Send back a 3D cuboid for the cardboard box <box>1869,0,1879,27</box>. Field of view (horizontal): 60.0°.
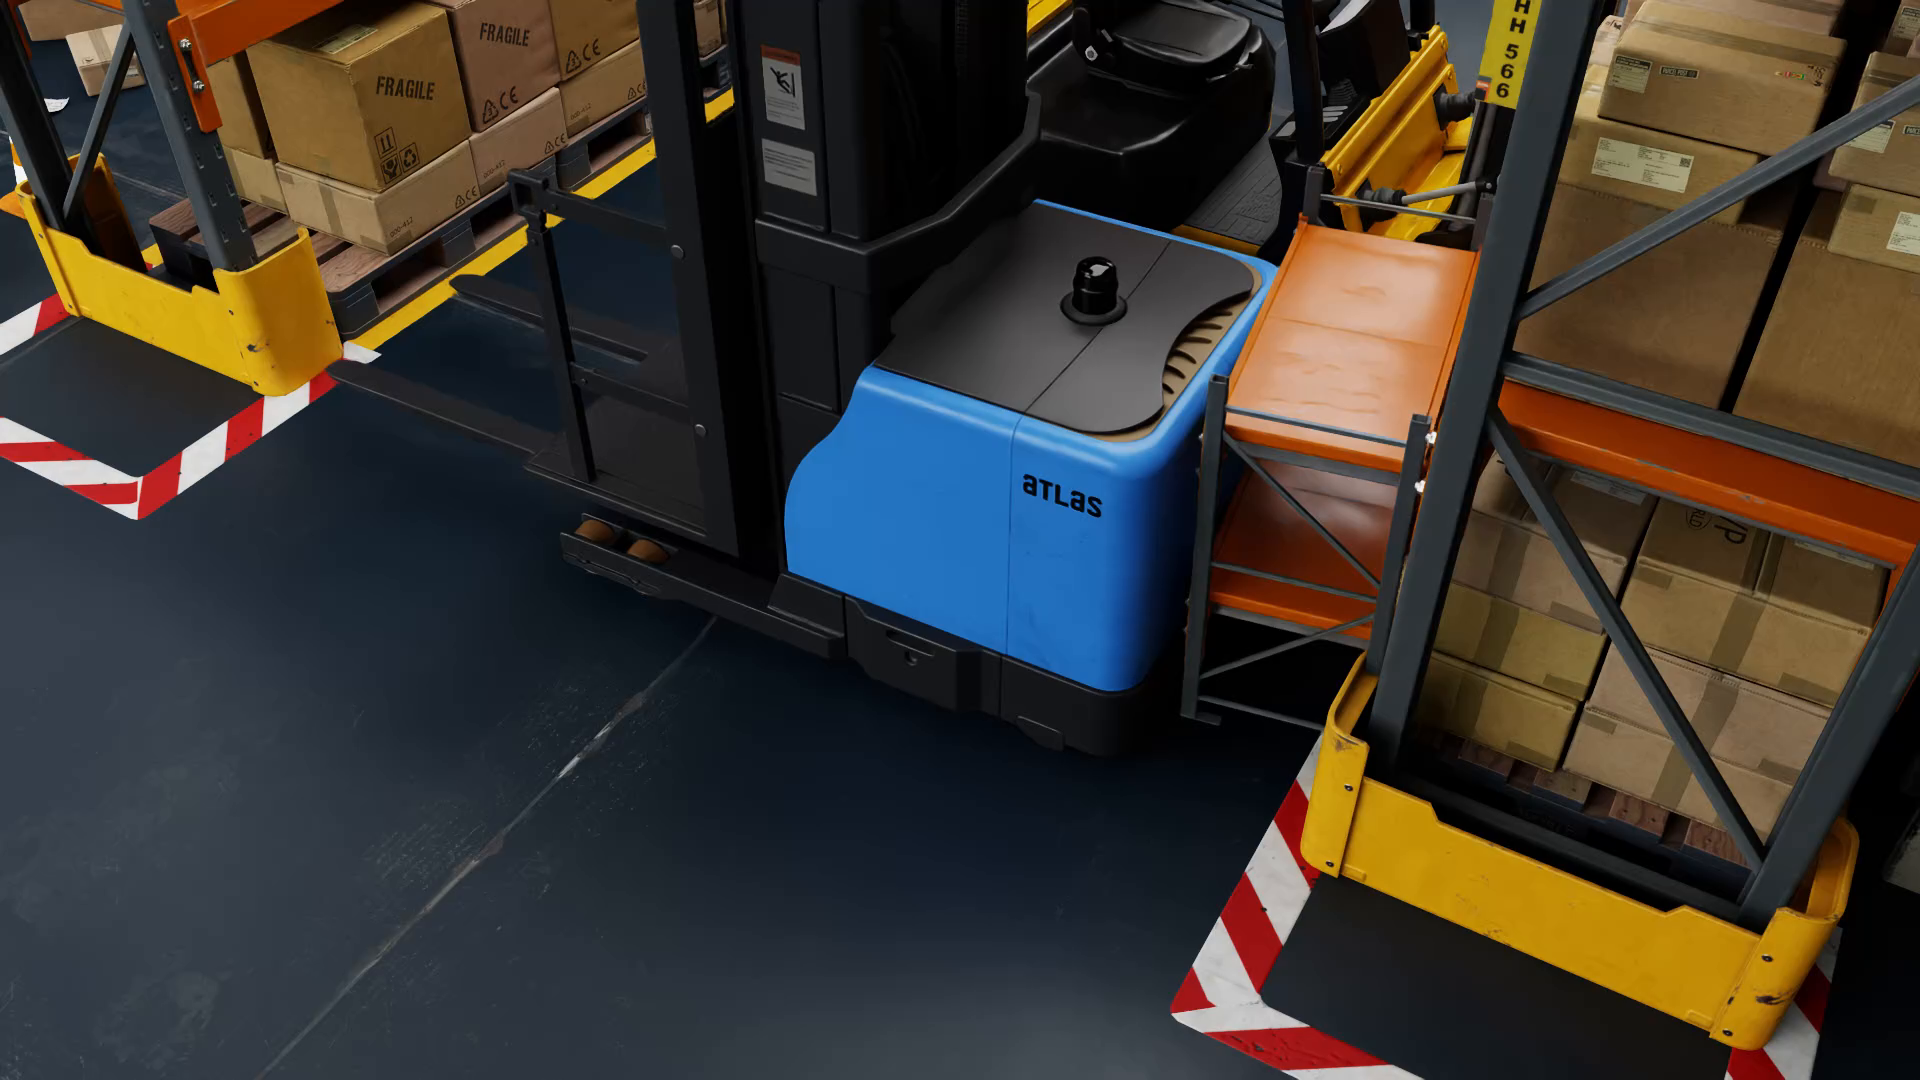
[{"bbox_3d":[2.521,-1.785,4.931,0.500,0.500,0.500,20,45,22],"label":"cardboard box"}]

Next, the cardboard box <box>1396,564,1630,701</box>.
[{"bbox_3d":[1.439,0.085,4.268,0.500,0.250,0.500,20,45,22],"label":"cardboard box"}]

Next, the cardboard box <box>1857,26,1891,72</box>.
[{"bbox_3d":[2.061,-0.914,3.452,0.380,0.149,0.250,20,45,21],"label":"cardboard box"}]

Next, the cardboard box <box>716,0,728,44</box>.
[{"bbox_3d":[-1.153,-2.538,7.625,0.500,0.250,0.500,20,45,21],"label":"cardboard box"}]

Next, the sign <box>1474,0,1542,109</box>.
[{"bbox_3d":[1.003,-0.930,2.982,0.100,0.325,0.005,21,45,22],"label":"sign"}]

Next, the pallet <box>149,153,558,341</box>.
[{"bbox_3d":[-2.358,-1.309,6.577,1.003,0.211,1.213,21,45,22],"label":"pallet"}]

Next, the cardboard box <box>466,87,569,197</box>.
[{"bbox_3d":[-1.928,-1.644,6.610,0.500,0.250,0.500,23,46,24],"label":"cardboard box"}]

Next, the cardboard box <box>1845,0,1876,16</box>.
[{"bbox_3d":[1.856,-1.315,3.682,0.380,0.149,0.250,21,46,22],"label":"cardboard box"}]

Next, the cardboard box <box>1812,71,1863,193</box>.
[{"bbox_3d":[1.929,-0.771,3.290,0.380,0.149,0.250,21,45,22],"label":"cardboard box"}]

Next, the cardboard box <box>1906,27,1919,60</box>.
[{"bbox_3d":[2.006,-0.865,3.171,0.380,0.149,0.250,22,46,23],"label":"cardboard box"}]

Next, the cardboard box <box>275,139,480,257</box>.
[{"bbox_3d":[-2.190,-1.355,6.282,0.500,0.250,0.500,21,45,22],"label":"cardboard box"}]

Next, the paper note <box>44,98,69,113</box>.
[{"bbox_3d":[-4.084,-1.944,7.434,0.148,0.019,0.142,7,42,8],"label":"paper note"}]

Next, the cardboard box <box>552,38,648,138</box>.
[{"bbox_3d":[-1.666,-1.961,6.970,0.500,0.250,0.500,24,47,25],"label":"cardboard box"}]

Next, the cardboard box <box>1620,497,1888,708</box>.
[{"bbox_3d":[1.870,0.067,3.910,0.500,0.250,0.500,20,45,21],"label":"cardboard box"}]

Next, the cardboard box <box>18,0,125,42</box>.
[{"bbox_3d":[-4.146,-2.765,8.008,0.797,0.503,0.637,-7,42,-7],"label":"cardboard box"}]

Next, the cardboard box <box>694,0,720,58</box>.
[{"bbox_3d":[-1.411,-2.249,7.297,0.500,0.250,0.500,22,46,23],"label":"cardboard box"}]

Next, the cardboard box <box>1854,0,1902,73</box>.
[{"bbox_3d":[2.444,-1.043,4.090,0.500,0.500,0.500,20,45,22],"label":"cardboard box"}]

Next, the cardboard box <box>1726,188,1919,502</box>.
[{"bbox_3d":[1.954,-0.449,3.414,0.500,0.500,0.500,22,46,23],"label":"cardboard box"}]

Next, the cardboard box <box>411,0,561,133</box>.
[{"bbox_3d":[-1.921,-1.951,6.391,0.500,0.500,0.500,19,45,21],"label":"cardboard box"}]

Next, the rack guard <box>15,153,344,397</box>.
[{"bbox_3d":[-2.795,-0.964,5.967,1.175,0.500,0.348,21,45,22],"label":"rack guard"}]

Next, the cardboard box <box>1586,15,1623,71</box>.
[{"bbox_3d":[1.499,-0.948,3.490,0.380,0.149,0.250,22,46,23],"label":"cardboard box"}]

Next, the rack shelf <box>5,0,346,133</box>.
[{"bbox_3d":[-1.833,-2.733,6.629,1.077,0.370,4.000,21,45,22],"label":"rack shelf"}]

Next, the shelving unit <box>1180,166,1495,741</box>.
[{"bbox_3d":[1.008,-0.213,4.455,0.538,1.125,1.048,13,44,17],"label":"shelving unit"}]

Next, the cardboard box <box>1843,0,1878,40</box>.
[{"bbox_3d":[2.009,-1.213,4.282,0.500,0.500,0.500,20,45,21],"label":"cardboard box"}]

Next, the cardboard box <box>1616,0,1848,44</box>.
[{"bbox_3d":[1.559,-1.038,3.368,0.380,0.149,0.250,21,46,22],"label":"cardboard box"}]

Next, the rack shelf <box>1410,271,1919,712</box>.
[{"bbox_3d":[2.467,-1.094,4.767,1.077,0.370,4.000,21,45,22],"label":"rack shelf"}]

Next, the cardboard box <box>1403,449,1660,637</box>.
[{"bbox_3d":[1.426,-0.087,4.086,0.500,0.250,0.500,22,46,23],"label":"cardboard box"}]

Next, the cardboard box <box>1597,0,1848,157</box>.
[{"bbox_3d":[1.463,-0.887,3.196,0.380,0.149,0.250,21,46,22],"label":"cardboard box"}]

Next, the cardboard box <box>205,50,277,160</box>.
[{"bbox_3d":[-2.658,-1.811,6.232,0.500,0.500,0.500,21,46,22],"label":"cardboard box"}]

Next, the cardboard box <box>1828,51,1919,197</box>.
[{"bbox_3d":[1.819,-0.734,3.022,0.380,0.149,0.250,20,45,21],"label":"cardboard box"}]

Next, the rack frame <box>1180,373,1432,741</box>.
[{"bbox_3d":[0.821,0.104,4.104,0.500,1.125,0.032,13,44,17],"label":"rack frame"}]

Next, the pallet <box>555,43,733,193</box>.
[{"bbox_3d":[-1.747,-2.005,7.367,1.003,0.211,1.213,21,45,22],"label":"pallet"}]

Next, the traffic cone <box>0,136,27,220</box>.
[{"bbox_3d":[-3.735,-1.580,6.694,0.336,0.463,0.334,21,45,22],"label":"traffic cone"}]

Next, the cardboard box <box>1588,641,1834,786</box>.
[{"bbox_3d":[1.881,0.267,4.062,0.500,0.250,0.500,22,46,23],"label":"cardboard box"}]

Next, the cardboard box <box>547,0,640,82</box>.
[{"bbox_3d":[-1.663,-2.235,6.714,0.500,0.500,0.500,22,46,23],"label":"cardboard box"}]

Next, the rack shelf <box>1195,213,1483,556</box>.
[{"bbox_3d":[0.999,-0.433,4.261,0.538,0.278,1.000,13,44,17],"label":"rack shelf"}]

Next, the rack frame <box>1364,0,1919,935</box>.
[{"bbox_3d":[1.466,-0.220,3.230,1.000,3.000,0.127,21,45,22],"label":"rack frame"}]

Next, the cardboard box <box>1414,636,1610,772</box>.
[{"bbox_3d":[1.428,0.281,4.424,0.500,0.250,0.500,21,46,22],"label":"cardboard box"}]

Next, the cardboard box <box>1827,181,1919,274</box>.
[{"bbox_3d":[1.860,-0.609,3.105,0.380,0.149,0.250,20,45,21],"label":"cardboard box"}]

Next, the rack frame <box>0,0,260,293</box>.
[{"bbox_3d":[-2.833,-1.859,5.091,1.000,3.000,0.127,21,45,22],"label":"rack frame"}]

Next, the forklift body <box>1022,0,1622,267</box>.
[{"bbox_3d":[0.835,-1.589,5.427,2.313,2.155,1.214,21,45,22],"label":"forklift body"}]

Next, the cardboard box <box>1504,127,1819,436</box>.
[{"bbox_3d":[1.485,-0.626,3.615,0.500,0.500,0.500,20,45,21],"label":"cardboard box"}]

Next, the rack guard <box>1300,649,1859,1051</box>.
[{"bbox_3d":[1.454,0.732,4.040,1.175,0.500,0.348,21,45,22],"label":"rack guard"}]

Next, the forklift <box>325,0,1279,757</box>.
[{"bbox_3d":[-0.637,-1.218,4.416,3.031,2.935,1.130,20,45,21],"label":"forklift"}]

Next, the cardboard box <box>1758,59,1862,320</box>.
[{"bbox_3d":[2.196,-0.754,3.761,0.500,0.500,0.500,22,46,23],"label":"cardboard box"}]

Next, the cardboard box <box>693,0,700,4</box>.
[{"bbox_3d":[-1.403,-2.544,7.064,0.500,0.500,0.500,23,46,24],"label":"cardboard box"}]

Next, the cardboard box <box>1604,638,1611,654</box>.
[{"bbox_3d":[1.685,0.000,4.743,0.500,0.250,0.500,21,45,22],"label":"cardboard box"}]

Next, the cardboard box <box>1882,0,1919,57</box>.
[{"bbox_3d":[2.099,-1.028,3.356,0.380,0.149,0.250,22,46,23],"label":"cardboard box"}]

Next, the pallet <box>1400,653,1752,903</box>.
[{"bbox_3d":[1.812,0.375,4.664,1.003,0.211,1.213,21,45,22],"label":"pallet"}]

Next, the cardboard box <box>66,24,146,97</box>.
[{"bbox_3d":[-3.927,-2.207,7.643,0.250,0.149,0.380,-21,45,-22],"label":"cardboard box"}]

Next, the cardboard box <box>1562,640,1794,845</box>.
[{"bbox_3d":[1.881,0.438,4.245,0.500,0.250,0.500,21,46,22],"label":"cardboard box"}]

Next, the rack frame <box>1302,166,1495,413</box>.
[{"bbox_3d":[1.194,-0.530,4.806,0.500,1.125,0.032,13,44,17],"label":"rack frame"}]

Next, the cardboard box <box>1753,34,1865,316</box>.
[{"bbox_3d":[1.753,-0.919,3.949,0.500,0.500,0.500,22,46,23],"label":"cardboard box"}]

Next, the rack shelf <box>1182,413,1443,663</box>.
[{"bbox_3d":[1.015,-0.030,4.616,0.538,0.278,1.000,13,44,17],"label":"rack shelf"}]

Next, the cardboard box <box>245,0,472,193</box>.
[{"bbox_3d":[-2.179,-1.650,6.049,0.500,0.500,0.500,19,45,21],"label":"cardboard box"}]

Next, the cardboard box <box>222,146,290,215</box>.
[{"bbox_3d":[-2.650,-1.550,6.503,0.500,0.250,0.500,21,45,22],"label":"cardboard box"}]

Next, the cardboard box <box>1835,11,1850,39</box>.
[{"bbox_3d":[1.816,-1.214,3.792,0.380,0.149,0.250,21,45,22],"label":"cardboard box"}]

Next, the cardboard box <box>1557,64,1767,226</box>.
[{"bbox_3d":[1.397,-0.792,3.313,0.380,0.149,0.250,22,46,23],"label":"cardboard box"}]
